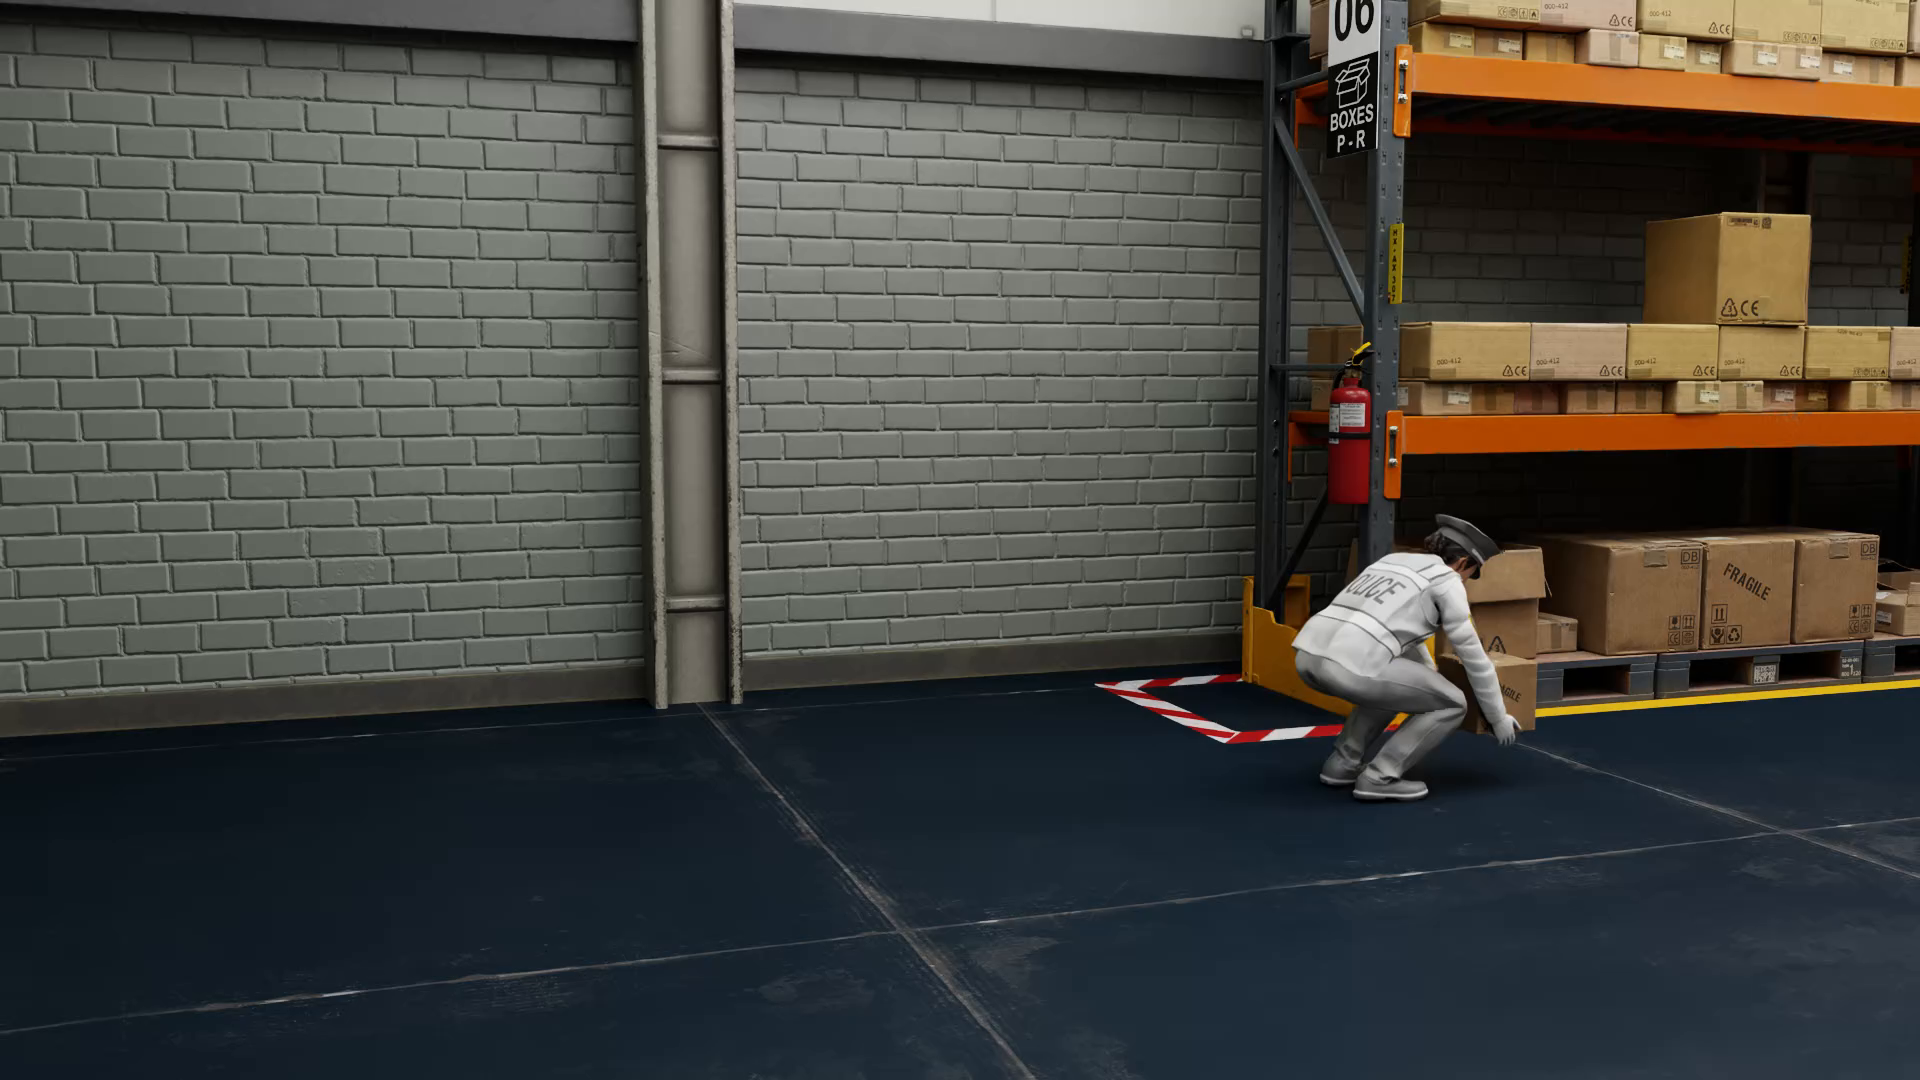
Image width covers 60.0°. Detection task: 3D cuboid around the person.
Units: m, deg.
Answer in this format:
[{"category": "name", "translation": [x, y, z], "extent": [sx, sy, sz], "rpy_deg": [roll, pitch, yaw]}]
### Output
[{"category": "person", "translation": [14.054, -1.889, 4.395], "extent": [23.551, 5.875, 11.112], "rpy_deg": [-2, 6, -19]}]
